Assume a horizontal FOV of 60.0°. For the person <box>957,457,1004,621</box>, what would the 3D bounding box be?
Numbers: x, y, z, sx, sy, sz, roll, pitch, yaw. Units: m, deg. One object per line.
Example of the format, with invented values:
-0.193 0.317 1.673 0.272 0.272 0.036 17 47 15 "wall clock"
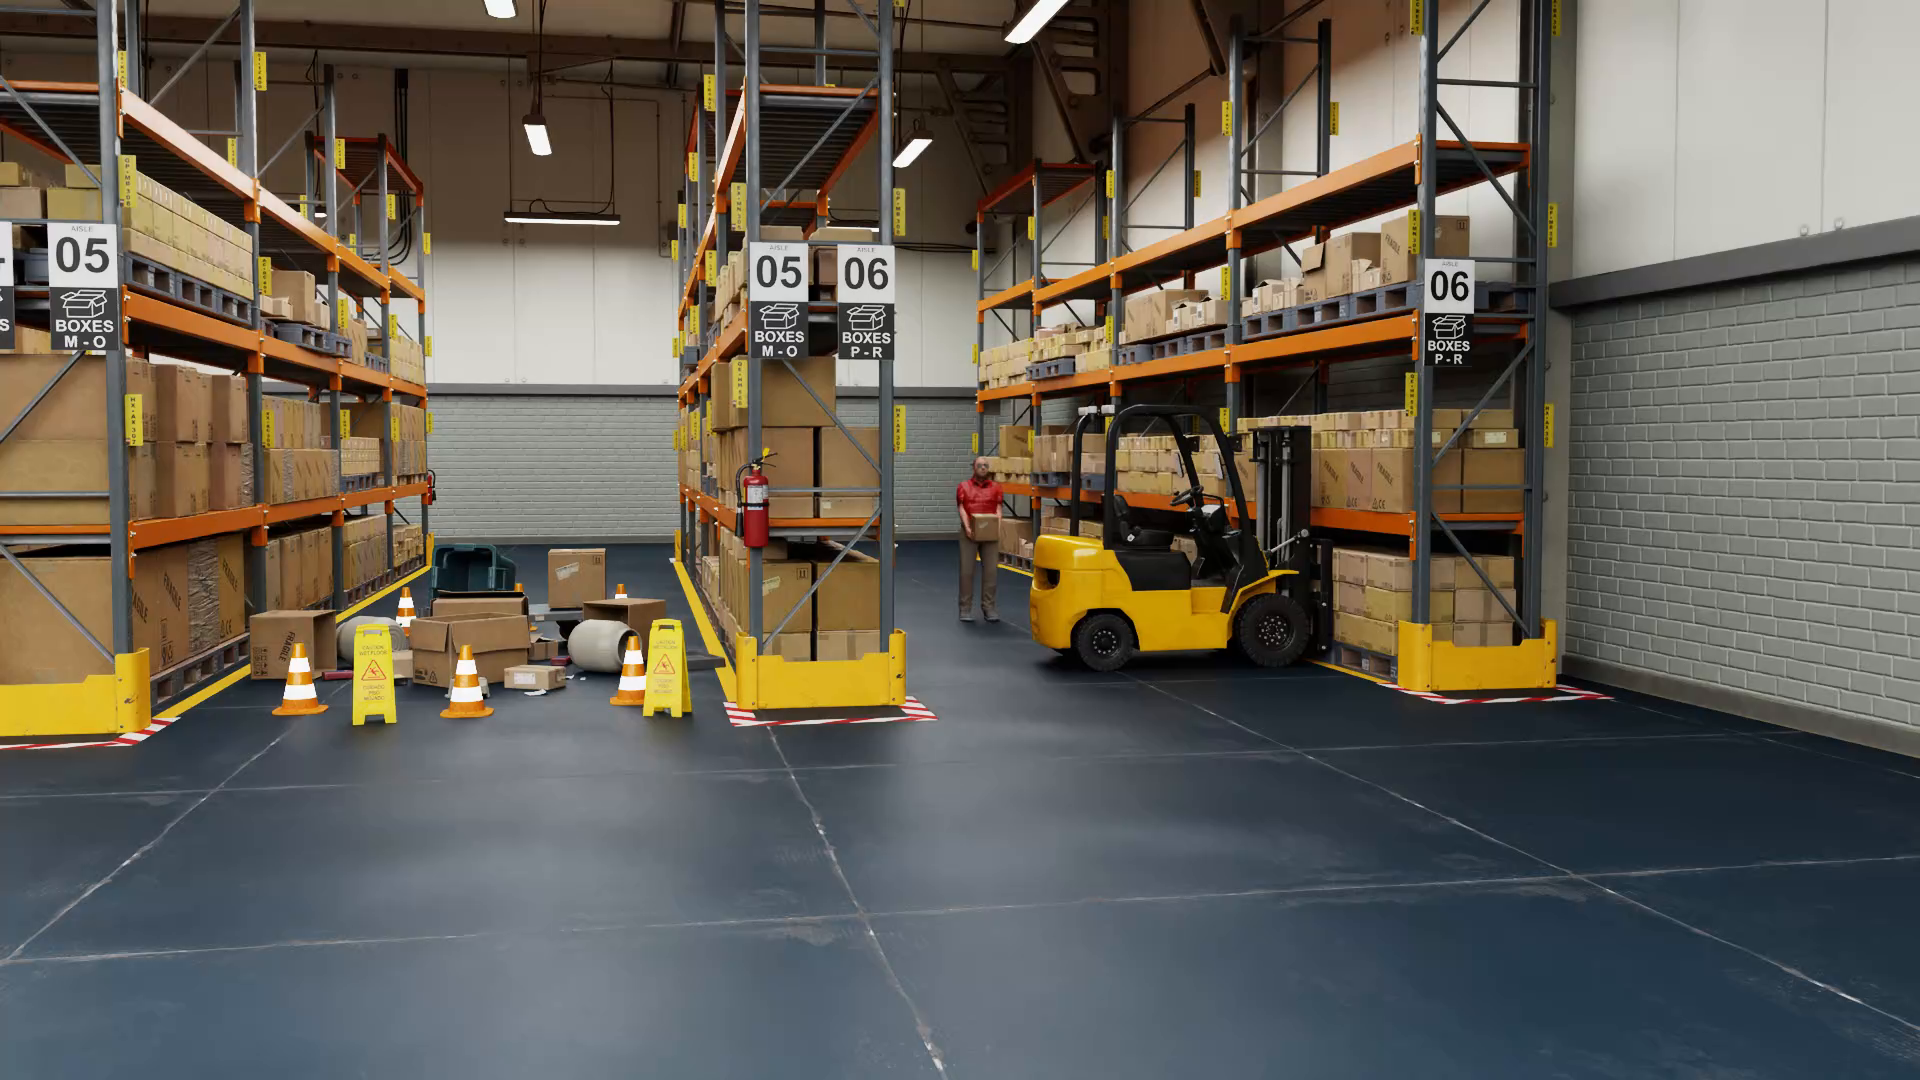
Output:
0.229 -0.014 17.524 0.501 1.722 0.527 0 3 -7 "person"
